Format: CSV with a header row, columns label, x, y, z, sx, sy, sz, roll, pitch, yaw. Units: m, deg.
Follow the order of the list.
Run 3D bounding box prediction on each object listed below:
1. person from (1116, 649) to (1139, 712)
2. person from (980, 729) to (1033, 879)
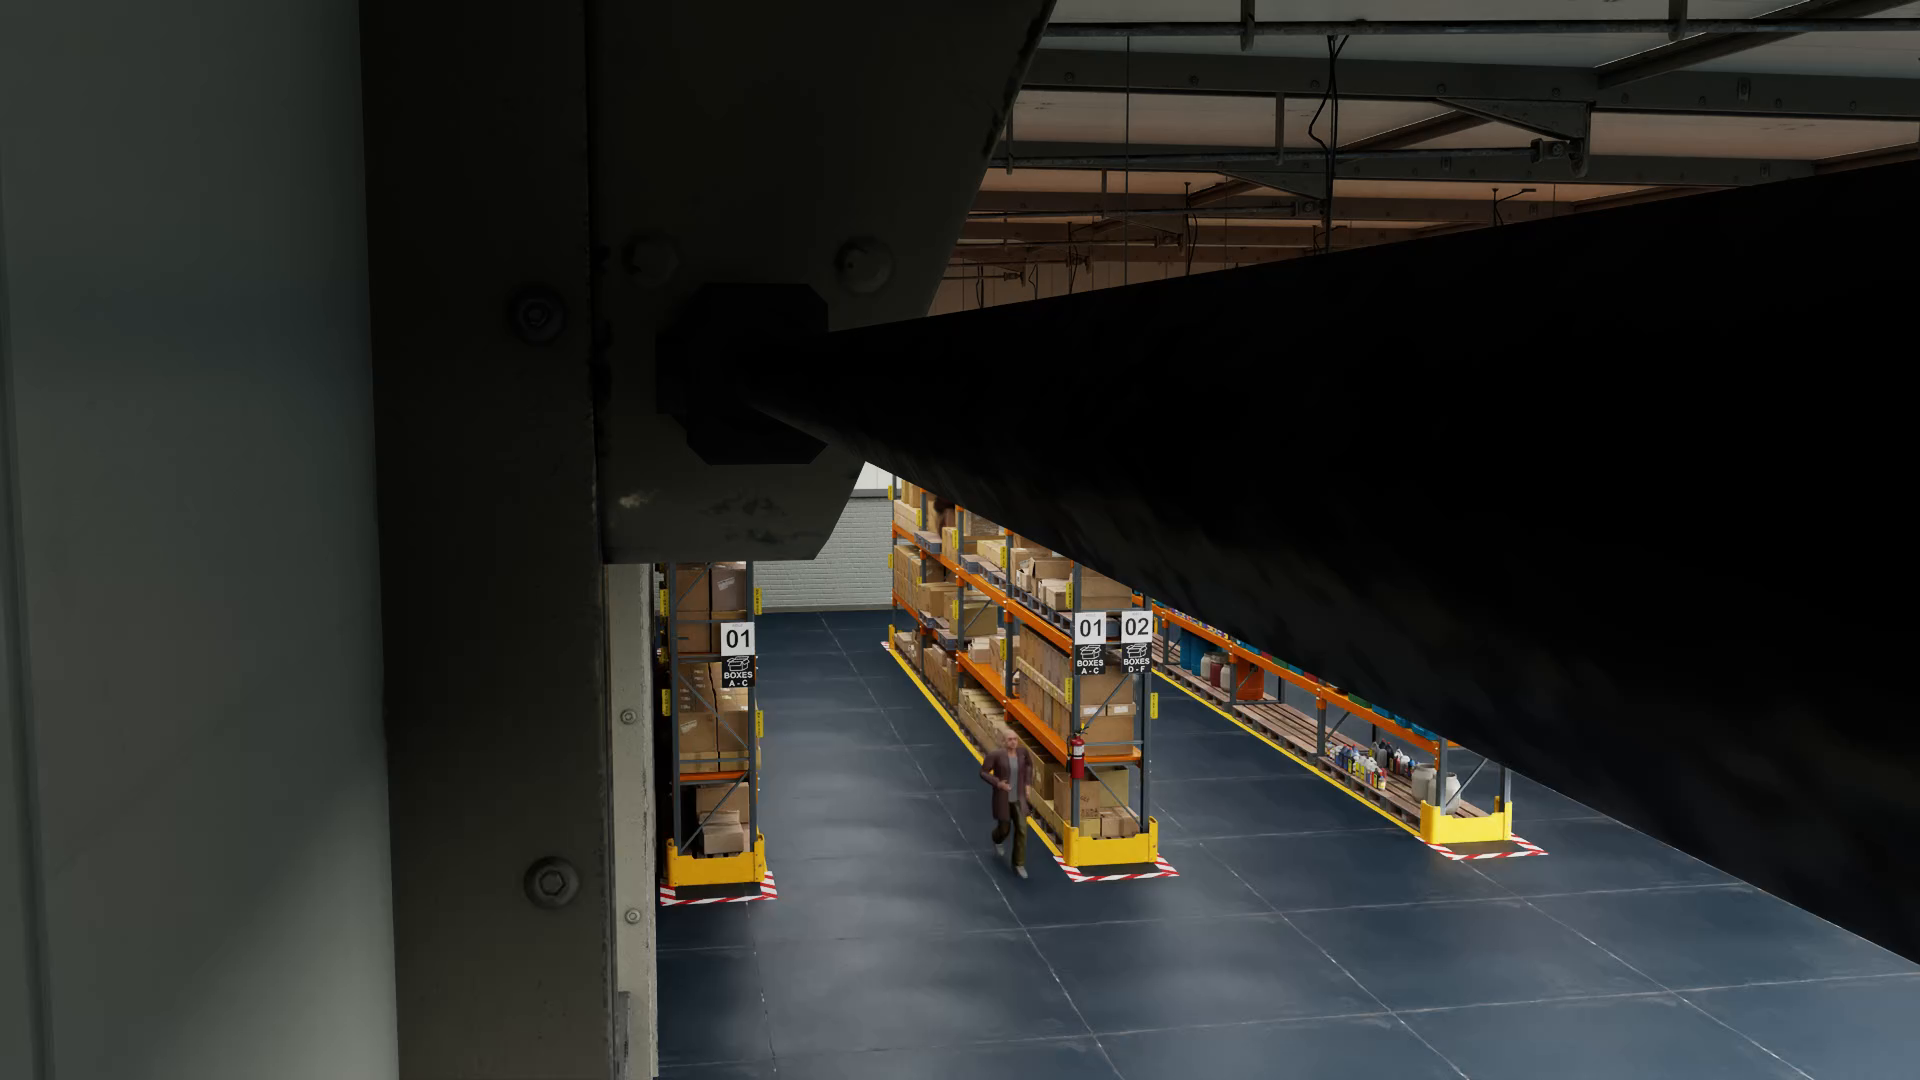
label,x,y,z,sx,sy,sz,roll,pitch,yaw
person,3.126,2.228,30.276,0.533,1.724,0.754,-3,7,-24
person,0.602,3.229,20.710,0.747,1.790,0.963,-2,6,-17
